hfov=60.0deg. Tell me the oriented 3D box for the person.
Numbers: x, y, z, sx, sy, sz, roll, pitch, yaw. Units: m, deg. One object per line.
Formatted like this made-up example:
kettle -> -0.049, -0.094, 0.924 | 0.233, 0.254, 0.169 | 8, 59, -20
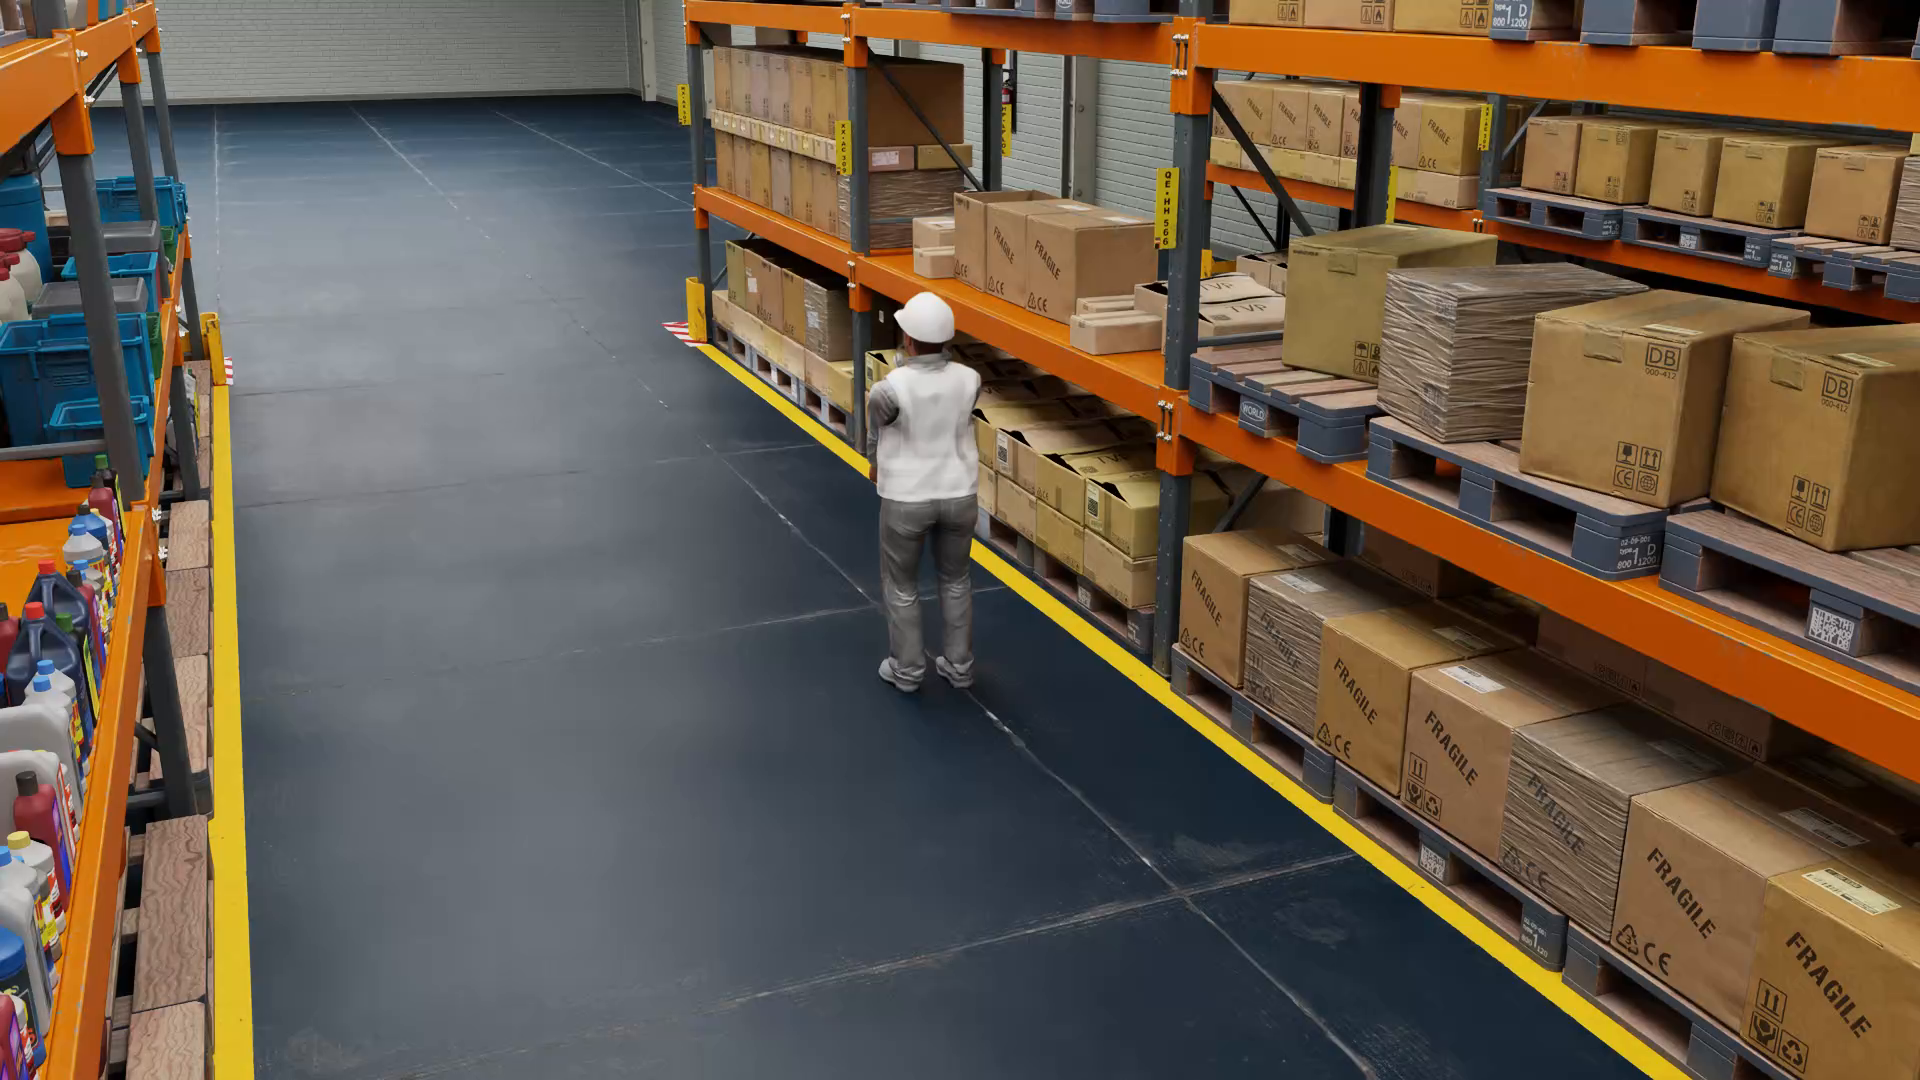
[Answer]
person -> -0.186, -0.214, 7.167 | 0.494, 1.763, 0.549 | -7, 20, -20
